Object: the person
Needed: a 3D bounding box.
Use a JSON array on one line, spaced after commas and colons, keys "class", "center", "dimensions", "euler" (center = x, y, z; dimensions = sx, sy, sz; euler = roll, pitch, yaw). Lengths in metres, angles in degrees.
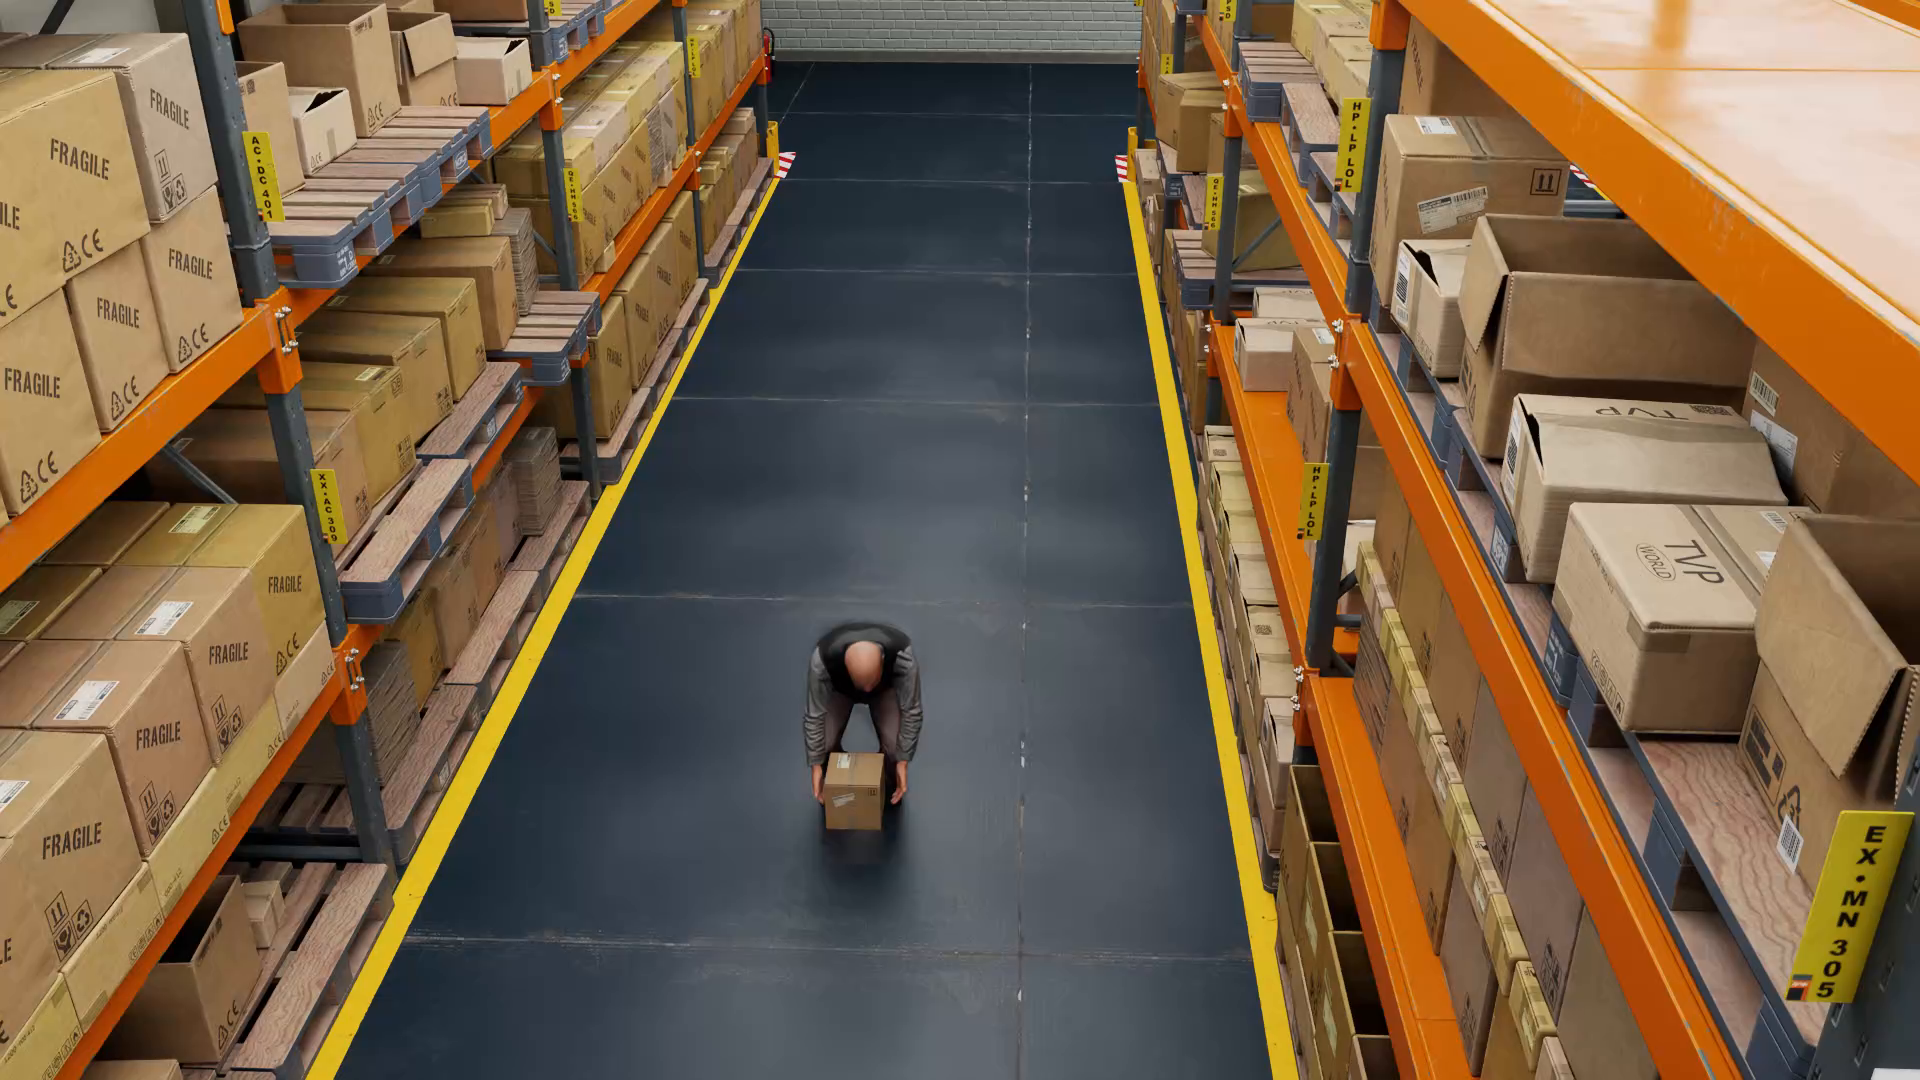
[{"class": "person", "center": [-0.440, 0.788, 7.843], "dimensions": [0.560, 1.083, 0.827], "euler": [1, 28, 2]}]
